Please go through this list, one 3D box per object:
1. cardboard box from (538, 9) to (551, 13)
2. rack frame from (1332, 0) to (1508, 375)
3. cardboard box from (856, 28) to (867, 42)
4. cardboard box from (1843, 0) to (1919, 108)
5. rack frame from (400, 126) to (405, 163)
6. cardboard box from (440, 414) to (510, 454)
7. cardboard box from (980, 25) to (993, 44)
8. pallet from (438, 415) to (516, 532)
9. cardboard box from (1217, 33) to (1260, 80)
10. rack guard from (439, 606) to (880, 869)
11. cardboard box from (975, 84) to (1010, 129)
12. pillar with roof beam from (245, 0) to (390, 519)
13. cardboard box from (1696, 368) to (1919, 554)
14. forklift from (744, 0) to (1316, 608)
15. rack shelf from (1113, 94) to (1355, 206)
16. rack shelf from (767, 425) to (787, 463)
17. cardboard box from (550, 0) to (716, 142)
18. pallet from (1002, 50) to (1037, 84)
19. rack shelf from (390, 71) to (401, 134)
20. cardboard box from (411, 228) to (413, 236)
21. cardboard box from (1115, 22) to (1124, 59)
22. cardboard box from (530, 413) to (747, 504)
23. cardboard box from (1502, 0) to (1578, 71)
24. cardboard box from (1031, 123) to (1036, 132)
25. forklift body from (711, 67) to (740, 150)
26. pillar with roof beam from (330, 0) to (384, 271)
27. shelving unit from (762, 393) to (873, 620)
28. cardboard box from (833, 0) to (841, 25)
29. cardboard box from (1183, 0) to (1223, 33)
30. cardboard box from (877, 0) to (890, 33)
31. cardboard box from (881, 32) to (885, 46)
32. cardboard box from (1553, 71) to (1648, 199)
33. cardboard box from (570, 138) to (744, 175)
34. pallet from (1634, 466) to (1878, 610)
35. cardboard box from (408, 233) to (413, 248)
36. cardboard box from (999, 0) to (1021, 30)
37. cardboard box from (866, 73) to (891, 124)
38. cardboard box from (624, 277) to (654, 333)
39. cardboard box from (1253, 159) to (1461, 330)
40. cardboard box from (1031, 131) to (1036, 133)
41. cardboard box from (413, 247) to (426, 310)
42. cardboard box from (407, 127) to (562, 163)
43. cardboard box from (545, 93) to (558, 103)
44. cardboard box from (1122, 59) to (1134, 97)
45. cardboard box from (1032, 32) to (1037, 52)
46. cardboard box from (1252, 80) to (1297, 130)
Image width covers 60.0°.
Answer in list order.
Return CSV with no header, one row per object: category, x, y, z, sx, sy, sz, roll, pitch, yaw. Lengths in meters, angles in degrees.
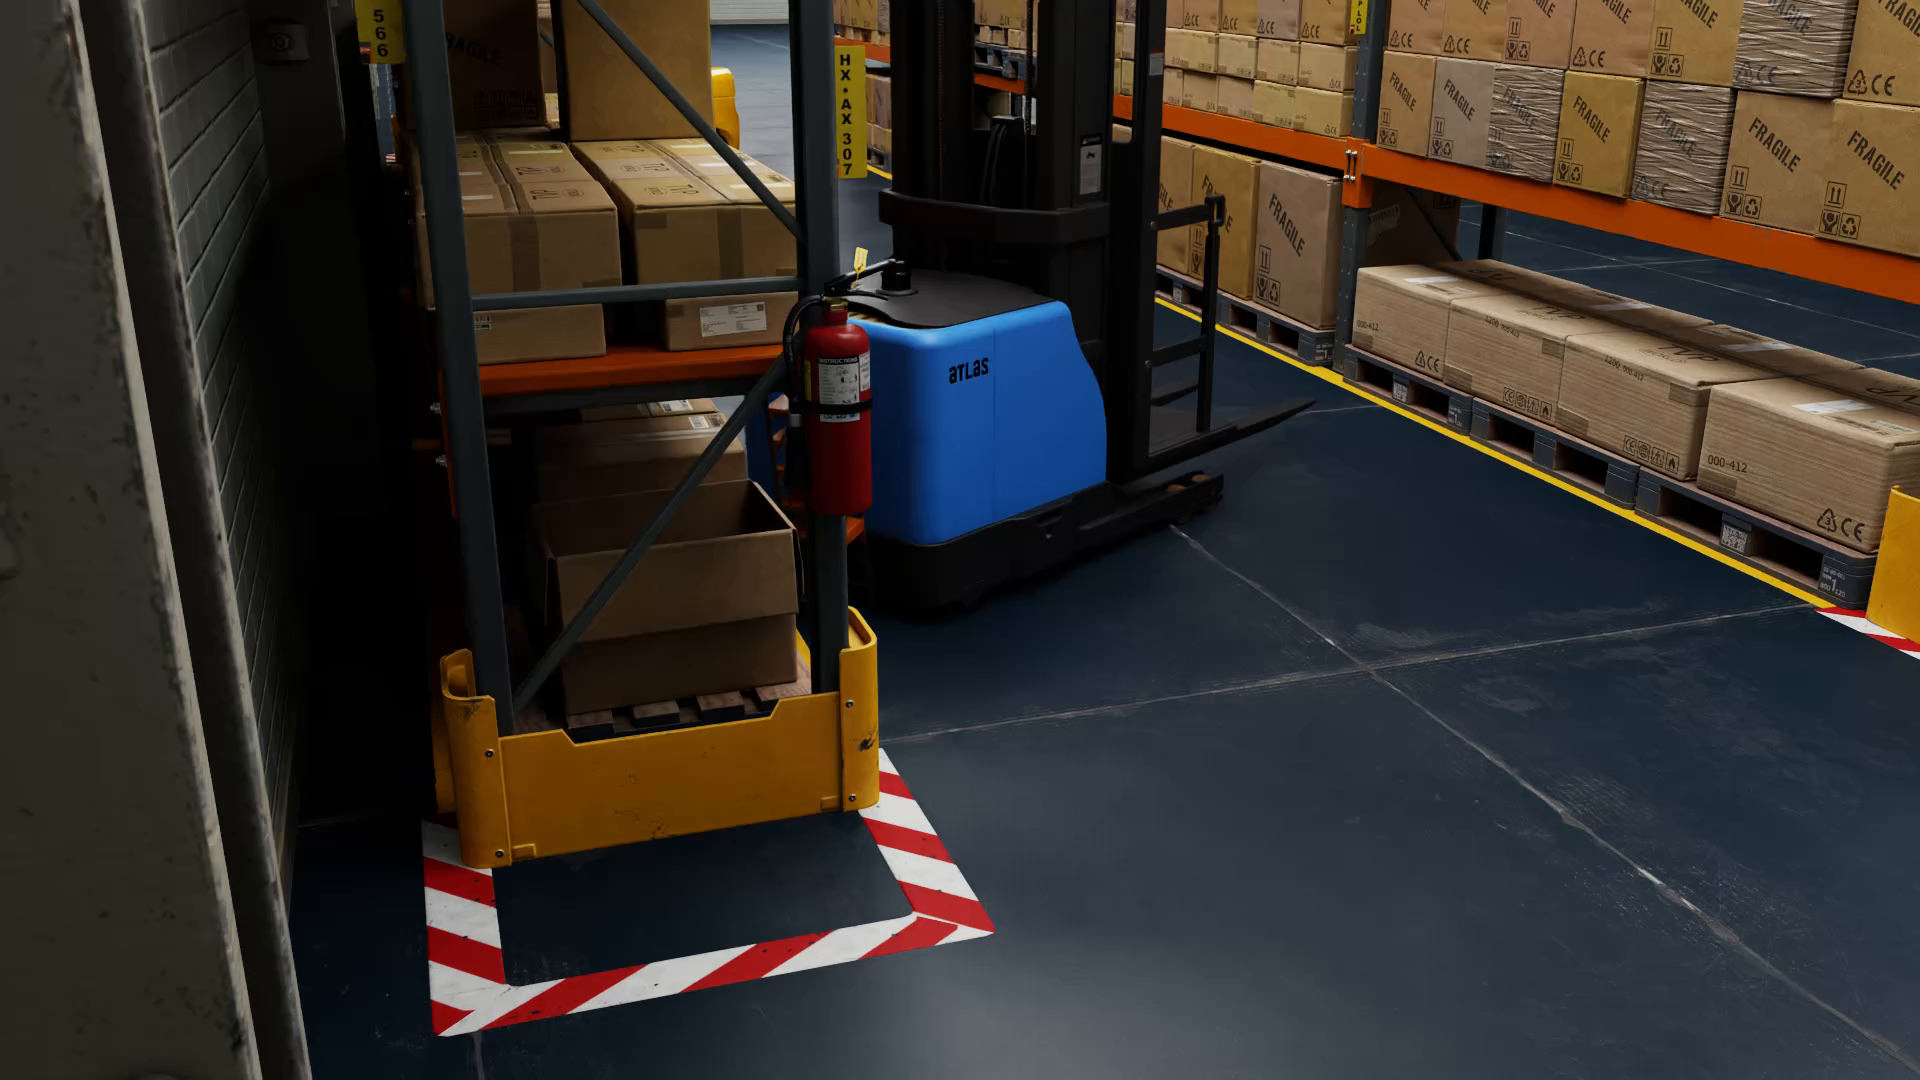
cardboard box,-2.161,-2.489,8.641,0.700,0.500,0.500,-6,21,-17
rack frame,2.653,-2.428,9.239,1.000,3.000,0.127,-6,21,-17
cardboard box,-0.960,-5.691,18.694,0.380,0.149,0.250,-6,21,-16
cardboard box,3.532,-1.792,5.840,0.500,0.500,0.500,-6,21,-15
rack frame,-5.830,-5.750,18.489,1.000,3.000,0.127,-6,21,-17
cardboard box,-2.075,-0.595,7.491,0.500,0.311,0.500,-6,21,-15
cardboard box,0.395,-4.443,14.598,0.380,0.149,0.250,-6,20,-15
pallet,-1.843,-0.367,7.625,1.003,0.211,1.213,-6,21,-17
cardboard box,1.951,-3.034,10.407,0.500,0.250,0.500,-6,21,-16
rack guard,-0.825,0.536,4.684,1.175,0.500,0.348,-6,21,-17
cardboard box,0.209,-4.470,17.261,0.500,0.500,0.500,-5,20,-15
pillar with roof beam,1.392,-4.861,7.138,9.100,9.000,0.400,-6,21,-17
cardboard box,3.607,-0.337,6.588,0.875,0.438,0.875,-7,21,-19
forklift,0.501,-1.552,6.901,1.130,2.935,3.031,17,26,39
rack shelf,2.024,-2.731,11.148,1.077,0.370,4.000,-6,21,-17
rack shelf,-0.517,-0.333,5.823,0.258,0.103,0.180,9,31,24
cardboard box,-1.160,-1.694,5.867,0.500,0.500,0.500,-6,21,-16
pallet,1.070,-3.839,13.451,1.213,0.211,1.003,-6,21,-17
rack shelf,-3.944,-3.486,13.250,1.077,0.370,4.000,-6,21,-17
cardboard box,-2.895,-1.724,9.397,0.380,0.149,0.250,-6,21,-16
cardboard box,1.320,-3.688,12.228,0.500,0.250,0.500,-7,21,-18
cardboard box,-1.135,-0.122,5.895,0.700,0.500,0.500,-6,20,-15
cardboard box,2.875,-2.439,7.642,0.500,0.500,0.500,-6,21,-16
cardboard box,1.093,-4.309,18.169,0.500,0.500,0.500,8,21,20
forklift body,-3.502,-4.936,17.478,2.313,2.155,1.214,-6,21,-17
pillar with roof beam,-0.494,-6.787,12.499,9.100,9.000,0.400,-6,21,-17
shelving unit,-0.512,-0.266,5.858,0.258,1.200,0.189,9,31,24
cardboard box,-1.234,-6.285,19.388,0.500,0.500,0.500,-7,21,-18
cardboard box,1.787,-3.557,10.755,0.500,0.500,0.500,-6,21,-16
cardboard box,-0.573,-5.629,17.563,0.500,0.500,0.500,-6,21,-16
cardboard box,-0.627,-5.359,17.770,0.380,0.149,0.250,-7,21,-18
cardboard box,3.018,-1.809,7.368,0.500,0.500,0.500,-6,21,-16
cardboard box,-1.009,-1.184,5.556,0.500,0.250,0.500,-7,21,-18
pallet,3.584,-0.080,6.828,1.003,0.211,1.213,-6,21,-17
cardboard box,-2.973,-1.546,9.860,0.500,0.500,0.500,-7,21,-19
cardboard box,0.656,-4.539,13.908,0.500,0.500,0.500,-8,21,-21
cardboard box,-0.802,-4.911,18.488,0.500,0.500,0.500,-6,21,-16
cardboard box,-0.768,-0.709,4.825,0.380,0.149,0.250,-6,21,-16
cardboard box,2.382,-1.816,10.058,0.875,0.875,0.875,-6,21,-16
cardboard box,0.305,-3.788,16.292,0.950,0.372,0.625,-6,21,-17
cardboard box,-1.479,-0.817,5.126,0.380,0.149,0.250,-6,21,-17
cardboard box,-1.674,-1.298,5.873,0.500,0.250,0.500,-6,21,-17
cardboard box,-1.667,-1.831,7.360,0.500,0.250,0.500,-6,21,-16
cardboard box,1.488,-3.294,11.873,0.500,0.250,0.500,-7,21,-19
cardboard box,0.794,-4.026,13.438,0.380,0.149,0.250,-7,21,-18
cardboard box,2.113,-2.638,10.046,0.500,0.250,0.500,-7,21,-18
